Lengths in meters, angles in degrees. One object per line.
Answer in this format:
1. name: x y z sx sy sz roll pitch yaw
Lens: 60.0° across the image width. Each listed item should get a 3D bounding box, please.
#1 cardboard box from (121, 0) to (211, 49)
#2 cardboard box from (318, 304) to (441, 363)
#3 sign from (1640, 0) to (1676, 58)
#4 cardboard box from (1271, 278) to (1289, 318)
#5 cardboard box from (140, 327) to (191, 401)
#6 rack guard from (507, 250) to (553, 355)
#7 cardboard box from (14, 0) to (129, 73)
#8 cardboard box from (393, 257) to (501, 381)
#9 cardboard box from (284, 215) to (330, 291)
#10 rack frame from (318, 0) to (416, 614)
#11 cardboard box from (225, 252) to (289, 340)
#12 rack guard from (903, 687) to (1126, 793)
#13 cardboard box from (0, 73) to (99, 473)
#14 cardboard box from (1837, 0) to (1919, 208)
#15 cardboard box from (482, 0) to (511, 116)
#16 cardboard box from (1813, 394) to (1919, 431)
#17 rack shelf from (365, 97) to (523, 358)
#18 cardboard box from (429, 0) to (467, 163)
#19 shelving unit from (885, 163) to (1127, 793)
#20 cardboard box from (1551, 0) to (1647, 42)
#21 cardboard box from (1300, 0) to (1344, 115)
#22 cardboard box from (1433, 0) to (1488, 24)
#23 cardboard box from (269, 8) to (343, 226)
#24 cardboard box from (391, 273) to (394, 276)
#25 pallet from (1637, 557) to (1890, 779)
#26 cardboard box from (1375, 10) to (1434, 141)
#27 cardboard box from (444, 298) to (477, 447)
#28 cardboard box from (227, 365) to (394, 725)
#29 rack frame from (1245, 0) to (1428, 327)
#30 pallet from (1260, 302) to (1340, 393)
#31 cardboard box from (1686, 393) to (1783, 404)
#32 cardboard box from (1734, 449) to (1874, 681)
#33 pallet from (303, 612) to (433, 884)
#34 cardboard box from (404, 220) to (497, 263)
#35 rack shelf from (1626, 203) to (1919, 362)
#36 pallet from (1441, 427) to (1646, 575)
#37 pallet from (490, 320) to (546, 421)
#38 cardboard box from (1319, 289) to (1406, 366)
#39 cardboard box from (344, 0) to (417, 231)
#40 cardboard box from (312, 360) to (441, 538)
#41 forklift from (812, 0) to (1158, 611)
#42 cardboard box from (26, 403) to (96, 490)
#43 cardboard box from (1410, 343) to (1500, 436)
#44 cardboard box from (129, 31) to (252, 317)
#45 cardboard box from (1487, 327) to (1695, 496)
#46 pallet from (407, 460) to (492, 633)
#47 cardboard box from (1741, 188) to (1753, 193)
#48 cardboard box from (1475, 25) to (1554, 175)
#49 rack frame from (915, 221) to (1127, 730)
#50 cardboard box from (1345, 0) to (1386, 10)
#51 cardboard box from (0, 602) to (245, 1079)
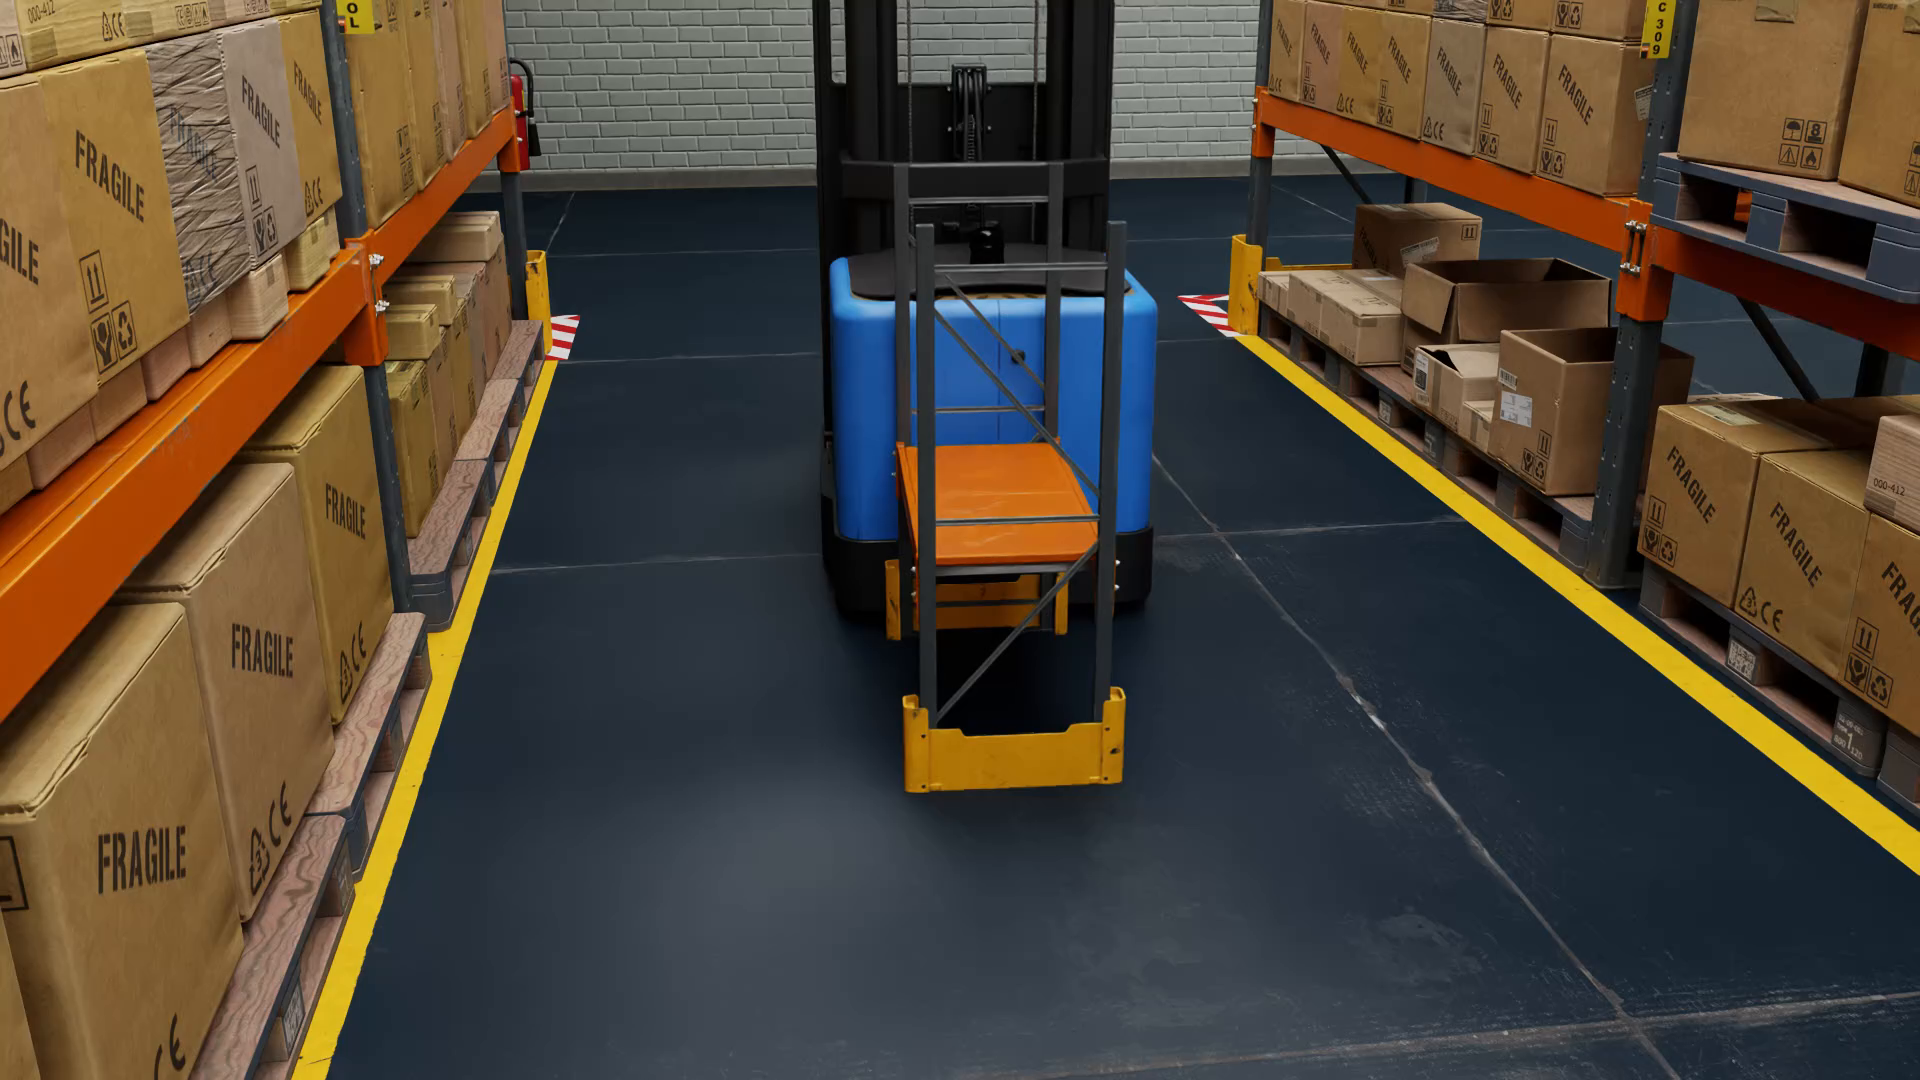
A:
1. cardboard box: -1.752 -1.064 3.111 0.500 0.250 0.500 -3 21 -7
2. cardboard box: -2.085 -0.742 5.961 0.380 0.149 0.250 -2 21 -6
3. sign: 2.156 -1.647 5.102 0.100 0.325 0.005 -3 21 -8
4. cardboard box: 1.871 -1.287 8.794 0.380 0.166 0.250 -3 21 -8
5. cardboard box: -1.741 -0.367 3.243 0.380 0.149 0.250 -3 21 -9
6. rack guard: -2.790 -1.243 8.829 1.175 0.500 0.348 -3 21 -8
7. cardboard box: -1.678 -0.888 2.638 0.500 0.250 0.500 -3 21 -9
8. cardboard box: -2.514 -1.021 7.634 0.700 0.500 0.500 -3 21 -8
9. cardboard box: -1.821 -0.723 4.196 0.380 0.149 0.250 -3 21 -7
10. rack frame: -2.210 -1.021 4.661 1.000 3.000 0.127 -3 21 -8
11. cardboard box: -1.732 -0.543 3.713 0.380 0.149 0.250 -3 21 -8
12. rack guard: 0.143 0.533 4.433 0.587 0.250 0.087 -2 21 -5
13. cardboard box: -1.587 -0.366 2.312 0.500 0.500 0.500 -3 21 -8
14. cardboard box: 2.700 -1.105 4.145 0.700 0.500 0.500 0 20 1
15. cardboard box: -2.703 -2.370 7.846 0.980 0.700 0.700 -2 21 -5
16. cardboard box: 3.046 -0.150 5.276 0.500 0.500 0.500 -3 21 -8
17. rack shelf: -2.498 -1.376 6.641 1.077 0.370 4.000 -3 21 -8
18. cardboard box: -2.486 -1.854 6.465 0.980 0.700 0.700 -4 21 -10
19. shelving unit: 0.099 -0.226 4.679 0.587 1.500 1.083 -2 21 -5
20. cardboard box: 2.362 -1.949 5.575 0.500 0.500 0.500 -3 21 -7
21. cardboard box: 1.998 -2.358 8.100 0.500 0.500 0.500 -3 21 -8
22. cardboard box: 2.213 -2.301 6.517 0.500 0.500 0.500 -3 21 -7
23. cardboard box: -1.894 -1.069 4.195 0.500 0.500 0.500 -3 21 -9
24. cardboard box: -2.656 -1.181 7.136 0.380 0.149 0.250 -3 21 -7
25. pallet: 2.846 0.314 5.073 1.003 0.211 1.213 -3 21 -8
26. cardboard box: 2.137 -2.011 7.171 0.500 0.500 0.500 -3 21 -7
27. cardboard box: -2.357 -0.662 6.675 0.700 0.500 0.500 -2 21 -6
28. cardboard box: -1.988 0.008 4.379 0.750 0.750 0.750 -3 21 -7
29. rack frame: 2.115 -2.657 9.042 1.000 3.000 0.127 -3 21 -8
30. pallet: 2.242 -1.048 8.720 1.003 0.211 1.213 -3 21 -8
31. cardboard box: 2.845 -0.374 6.146 0.500 0.311 0.500 -3 21 -8
32. cardboard box: 2.608 0.057 4.720 0.500 0.500 0.500 -3 21 -7
33. pallet: -2.024 0.549 4.444 1.003 0.211 1.213 -3 21 -8
34. cardboard box: -2.350 -1.374 7.653 0.380 0.149 0.250 -2 21 -6
35. rack shelf: 2.980 -0.242 3.606 1.077 0.370 4.000 -3 21 -8
36. pallet: 2.593 -0.203 6.459 1.003 0.211 1.213 -3 21 -8
37. pallet: -2.594 -0.826 8.127 1.003 0.211 1.213 -3 21 -8
38. cardboard box: 2.057 -1.026 7.977 0.500 0.250 0.500 -3 21 -8
39. cardboard box: -2.272 -1.350 5.114 0.980 0.700 0.700 -3 21 -7
40. cardboard box: -2.216 -0.310 5.732 0.700 0.500 0.500 -3 21 -7
41. forklift: -0.011 -1.616 6.354 1.130 2.935 3.031 -2 21 -5
42. cardboard box: -1.683 -0.184 2.751 0.380 0.149 0.250 -3 21 -7
43. cardboard box: 2.221 -0.661 6.912 0.500 0.311 0.500 -3 21 -8
44. cardboard box: -1.747 -0.718 3.256 0.500 0.500 0.500 -3 21 -8
45. cardboard box: 2.329 -0.490 6.184 0.500 0.500 0.500 -3 21 -8
46. pallet: -2.242 0.019 5.865 1.003 0.211 1.213 -3 21 -8
47. cardboard box: 2.888 -1.509 5.826 0.500 0.500 0.500 -2 21 -6
48. cardboard box: 2.290 -1.657 6.223 0.500 0.500 0.500 -2 21 -6
49. rack frame: 0.145 -0.046 4.196 0.500 1.500 0.032 -2 21 -5
50. cardboard box: 2.068 -2.651 7.454 0.500 0.500 0.500 -3 21 -7
51. cardboard box: -1.729 0.610 2.768 0.750 0.750 0.750 -3 21 -8
